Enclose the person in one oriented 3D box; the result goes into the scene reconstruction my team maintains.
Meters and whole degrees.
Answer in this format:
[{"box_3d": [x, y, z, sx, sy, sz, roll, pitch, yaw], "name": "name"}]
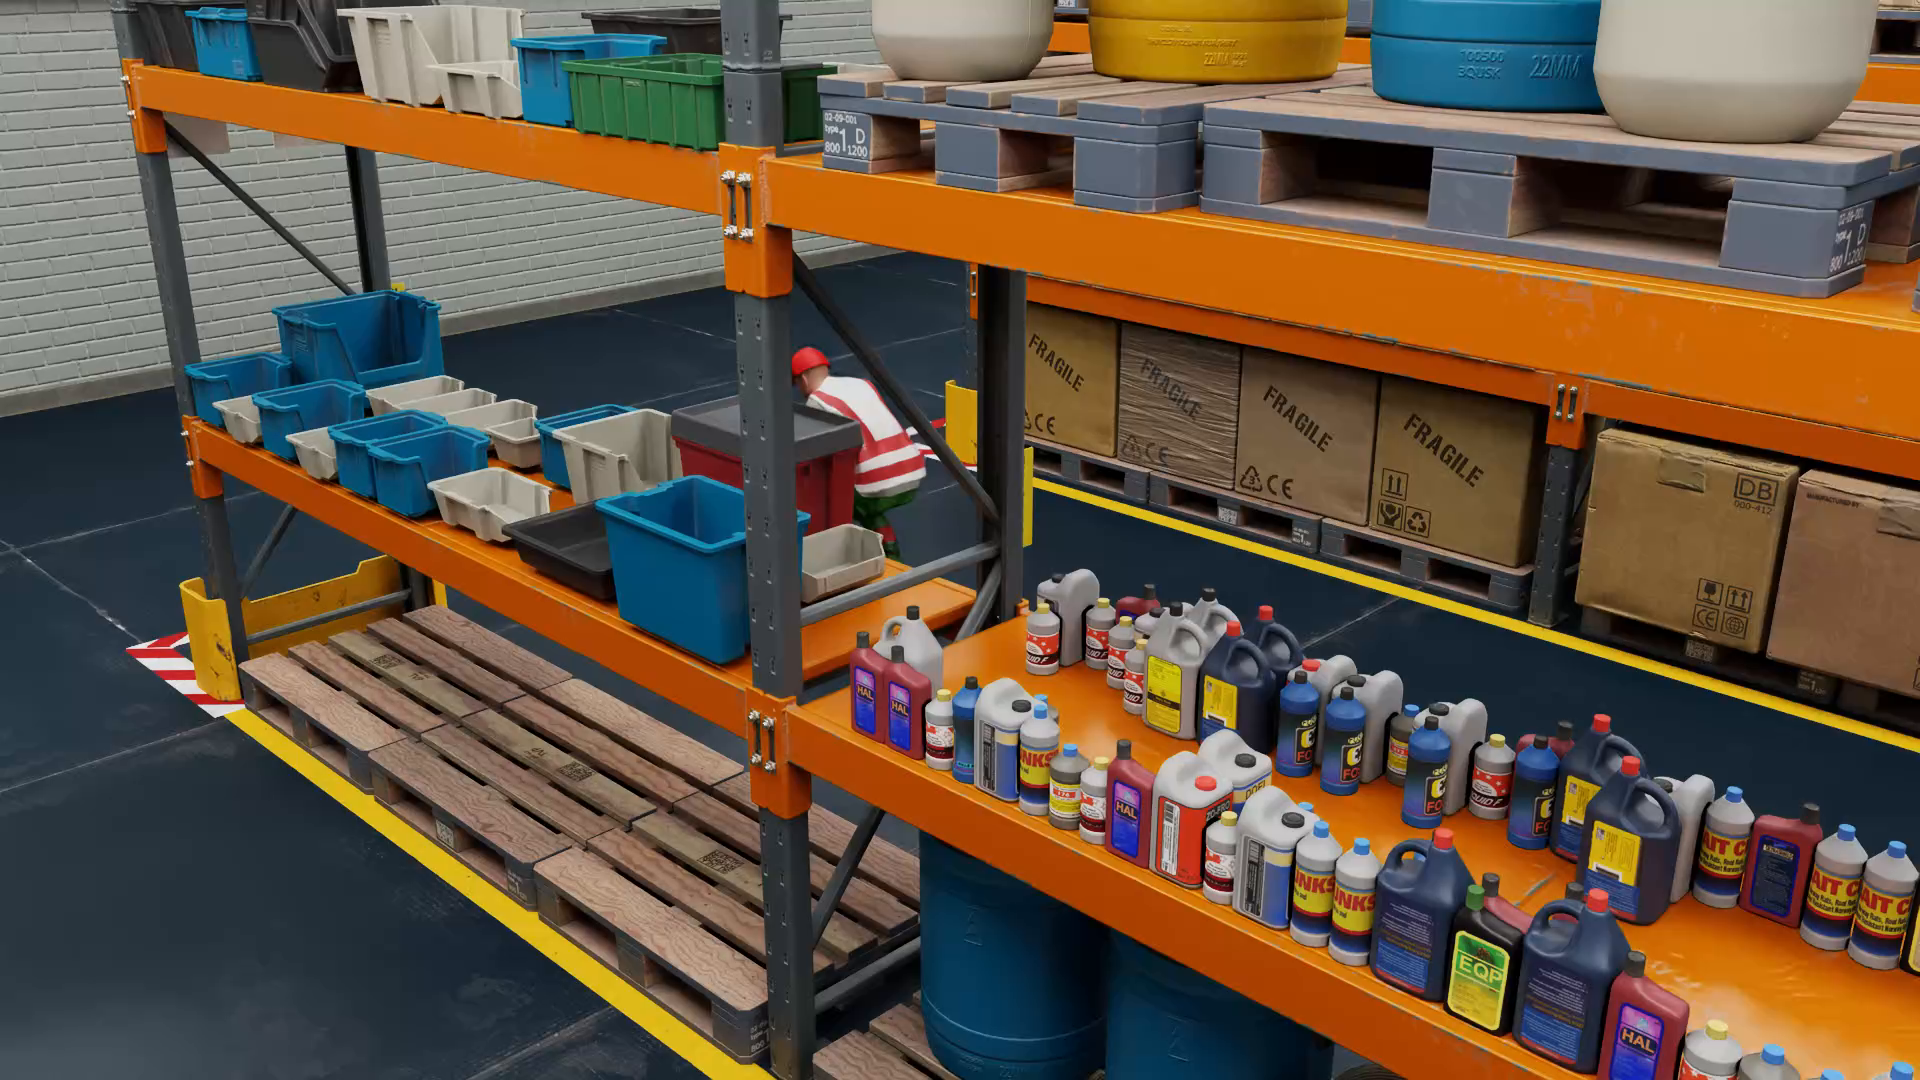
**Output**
[{"box_3d": [-0.577, -0.315, 8.601, 0.816, 1.295, 0.586, 19, 27, 41], "name": "person"}]
